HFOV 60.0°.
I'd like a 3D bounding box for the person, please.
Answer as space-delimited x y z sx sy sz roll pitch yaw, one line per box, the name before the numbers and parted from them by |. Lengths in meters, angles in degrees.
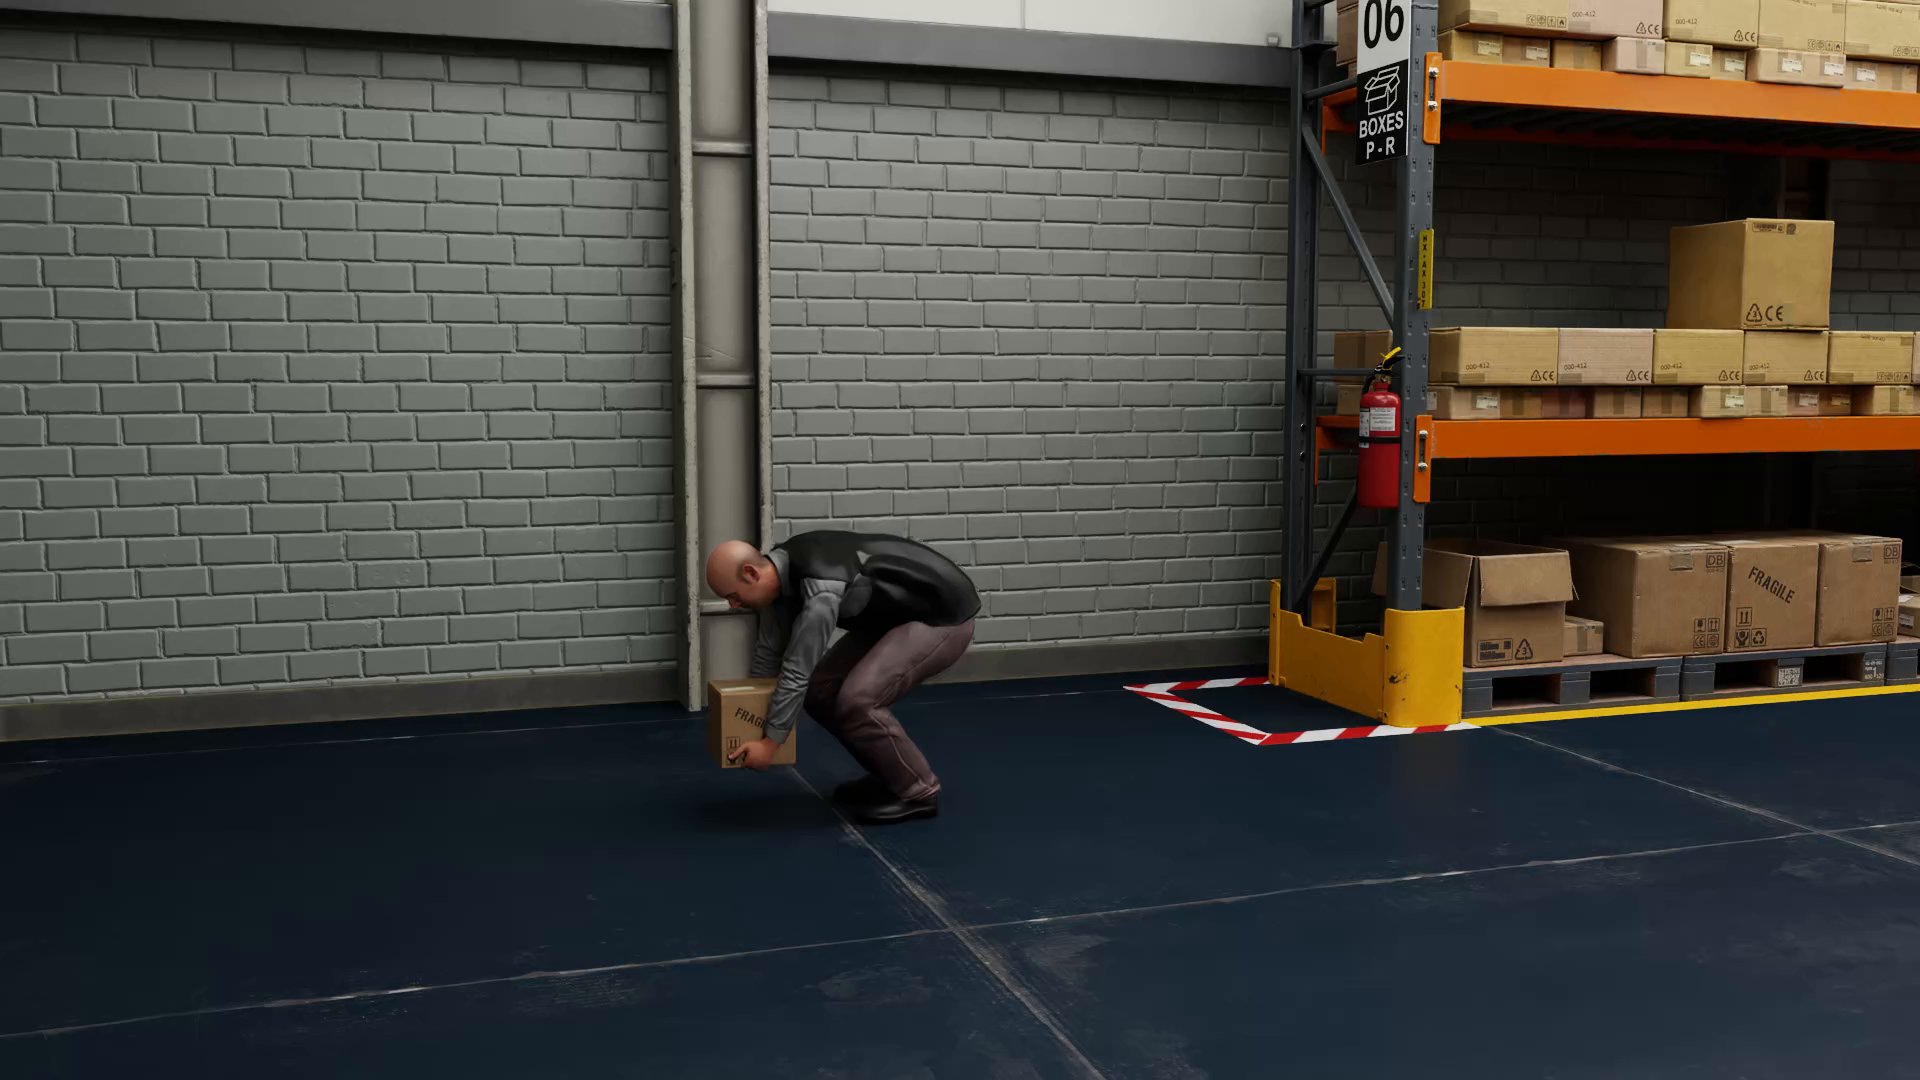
person | -0.398 0.453 5.669 0.942 0.977 0.520 -2 6 -21
